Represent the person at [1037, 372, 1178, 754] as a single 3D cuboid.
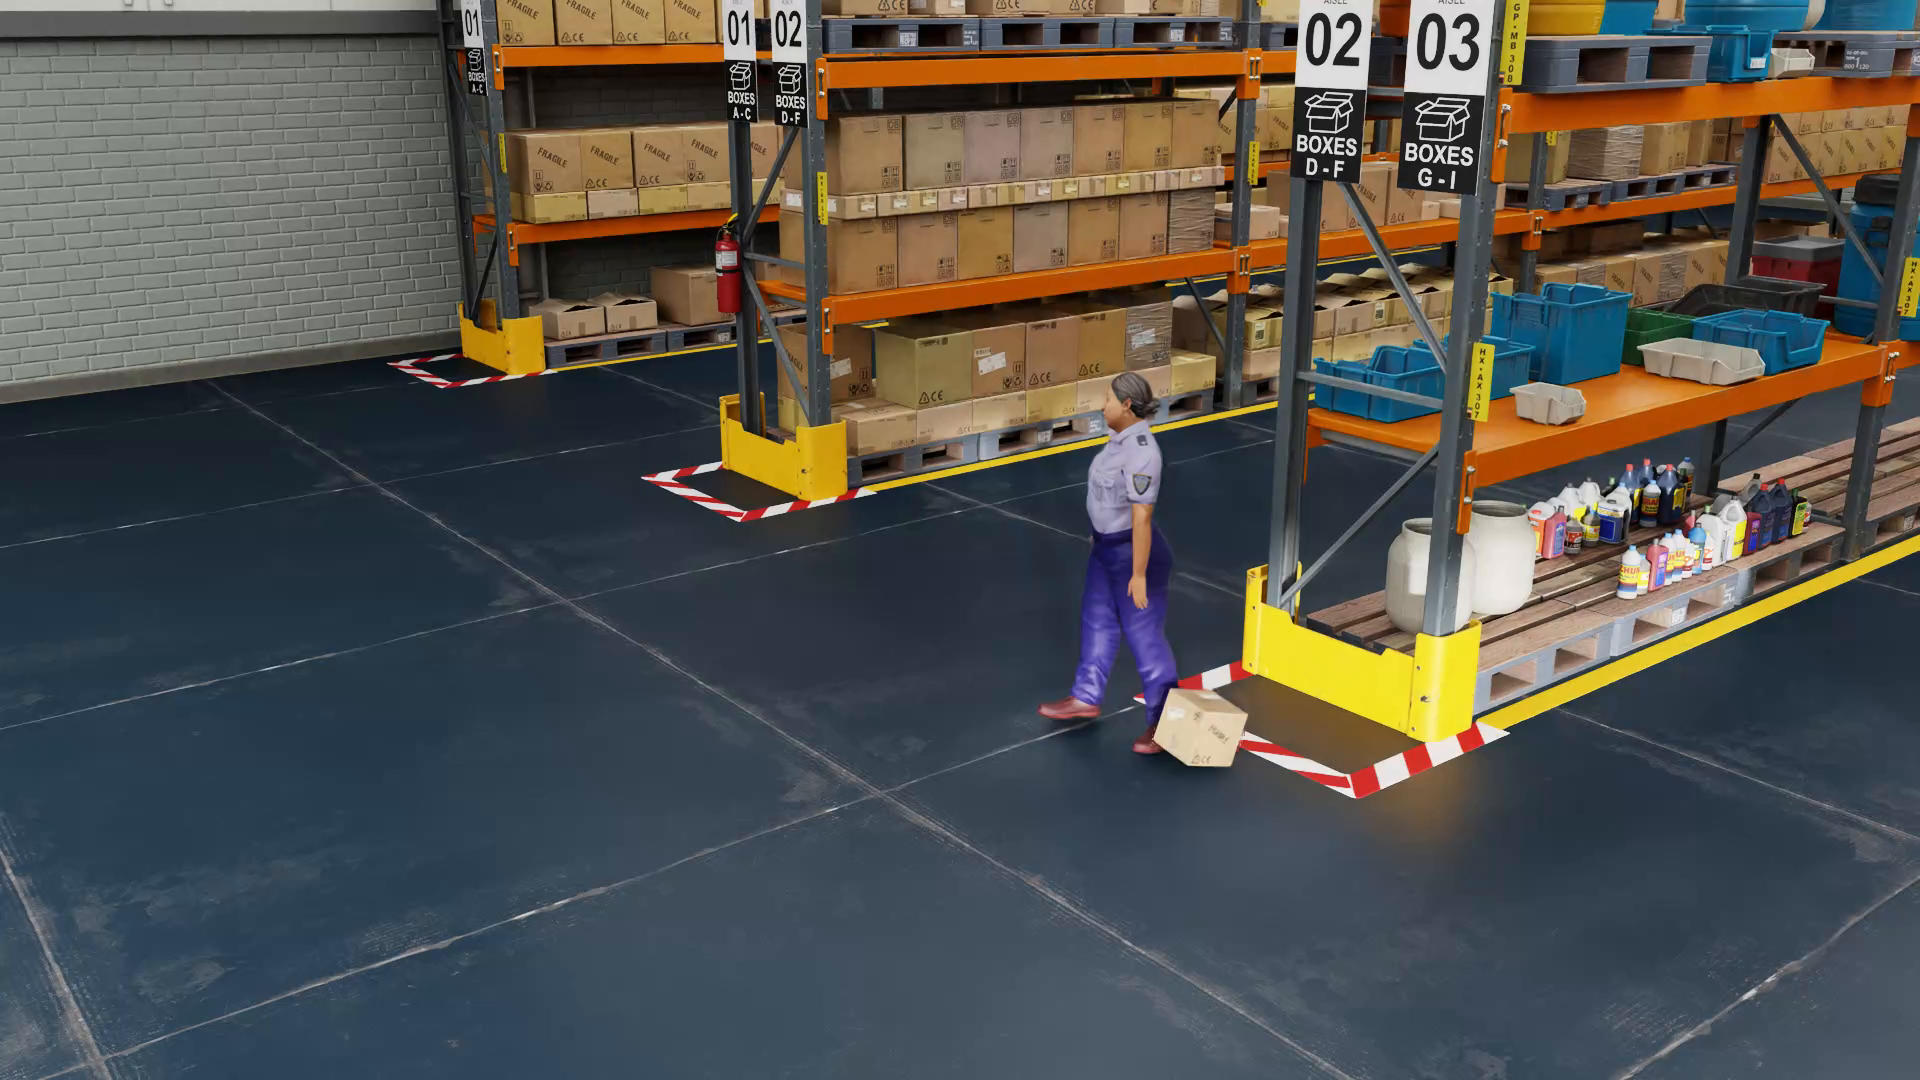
[{"bbox_3d":[0.666,0.067,7.308,0.598,1.640,0.658,-3,18,-8],"label":"person"}]
